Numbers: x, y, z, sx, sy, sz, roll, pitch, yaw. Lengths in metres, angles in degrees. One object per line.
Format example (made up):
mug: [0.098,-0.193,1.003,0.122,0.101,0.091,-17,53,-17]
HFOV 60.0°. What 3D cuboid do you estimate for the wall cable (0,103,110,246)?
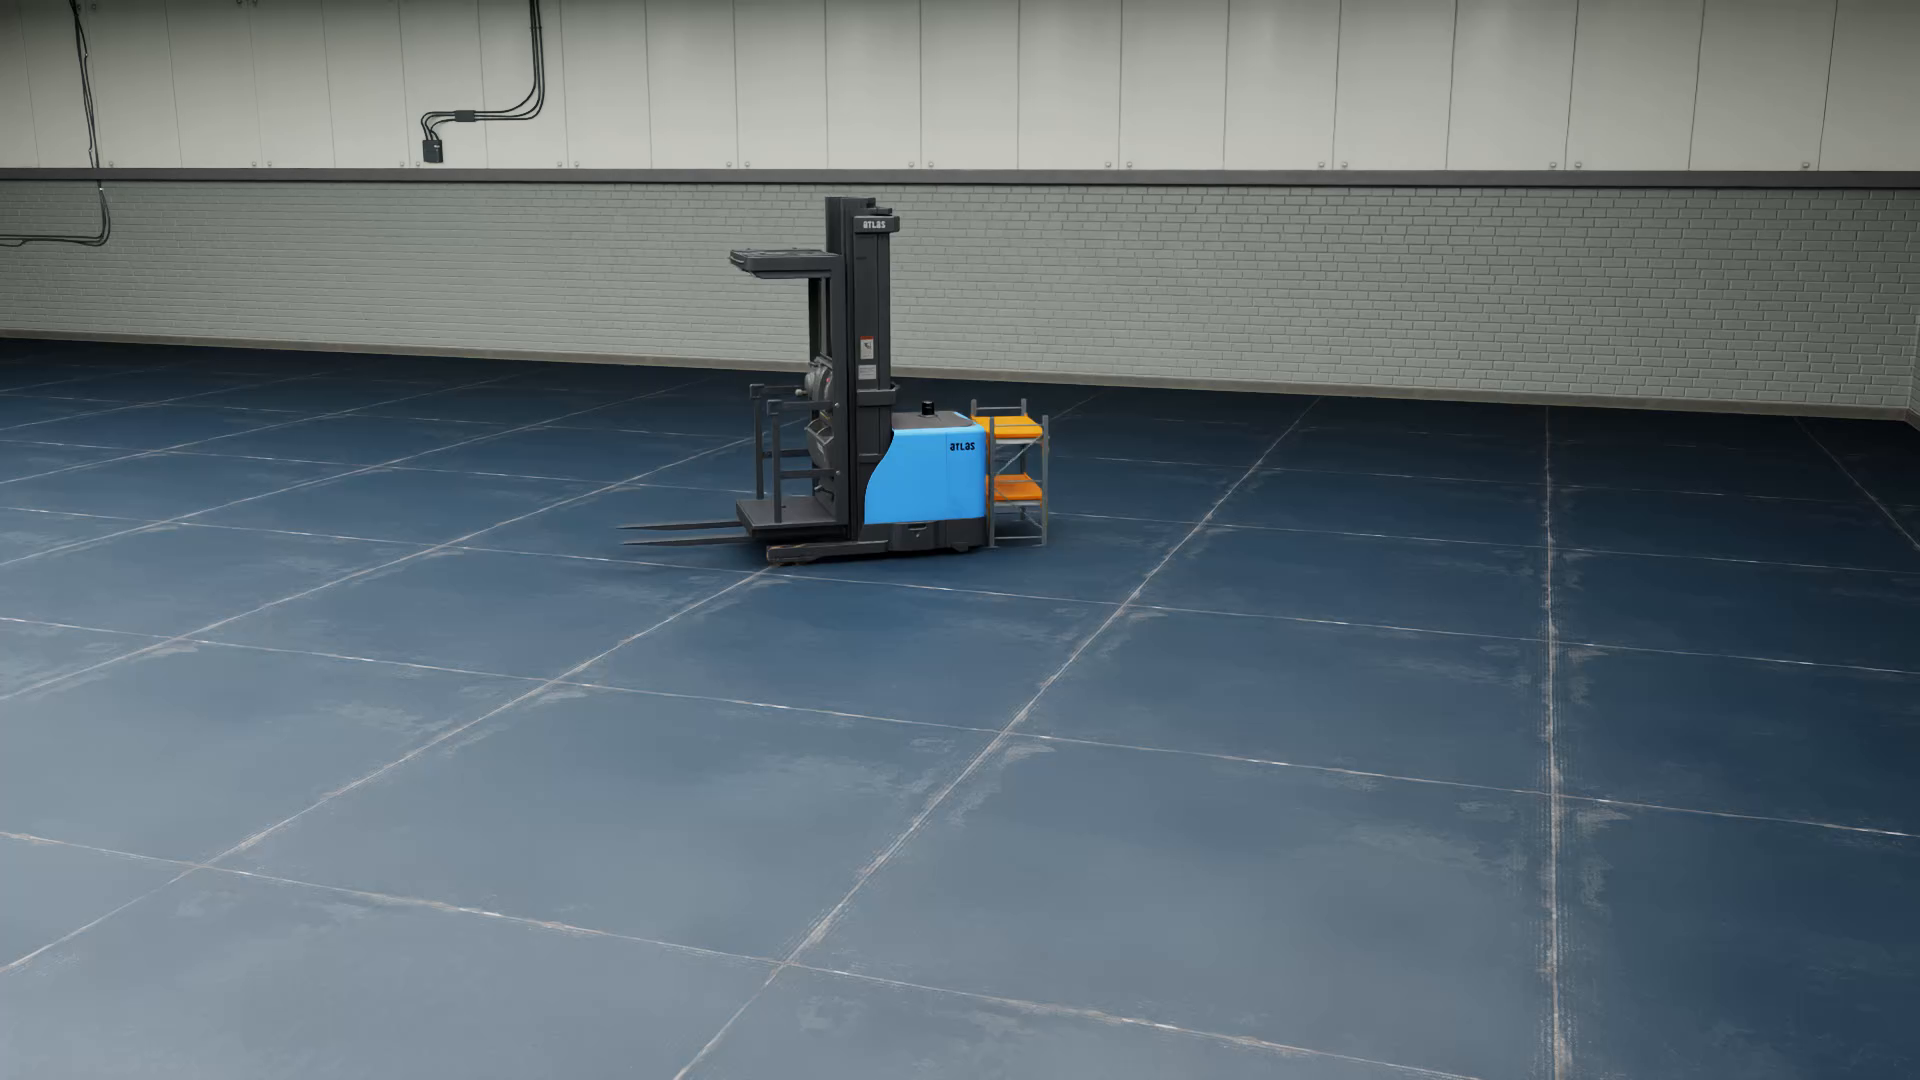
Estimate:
wall cable: [-16.670,-6.564,30.000,3.097,2.526,0.112,4,14,18]

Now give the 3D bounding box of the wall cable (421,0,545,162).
wall cable: [-7.693,-9.049,26.267,2.305,6.003,0.169,4,14,18]

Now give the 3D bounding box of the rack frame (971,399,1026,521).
rack frame: [0.350,-0.717,15.104,0.500,1.125,0.032,-2,13,-8]

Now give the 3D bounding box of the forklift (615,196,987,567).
forklift: [-1.350,-1.342,13.780,3.031,2.935,1.130,-3,13,-15]

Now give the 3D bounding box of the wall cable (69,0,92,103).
wall cable: [-14.111,-8.831,28.585,3.097,2.526,0.112,4,14,18]

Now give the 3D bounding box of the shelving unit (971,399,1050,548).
shelving unit: [0.423,-0.606,14.613,0.538,1.125,1.048,-2,13,-8]

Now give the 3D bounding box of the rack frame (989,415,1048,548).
rack frame: [0.495,-0.494,14.123,0.500,1.125,0.032,-2,13,-8]

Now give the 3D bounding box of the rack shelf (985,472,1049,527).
rack shelf: [0.423,-0.367,14.668,0.538,0.278,1.000,-2,13,-8]

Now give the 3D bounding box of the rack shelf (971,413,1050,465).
rack shelf: [0.423,-0.891,14.548,0.538,0.278,1.000,-2,13,-8]
